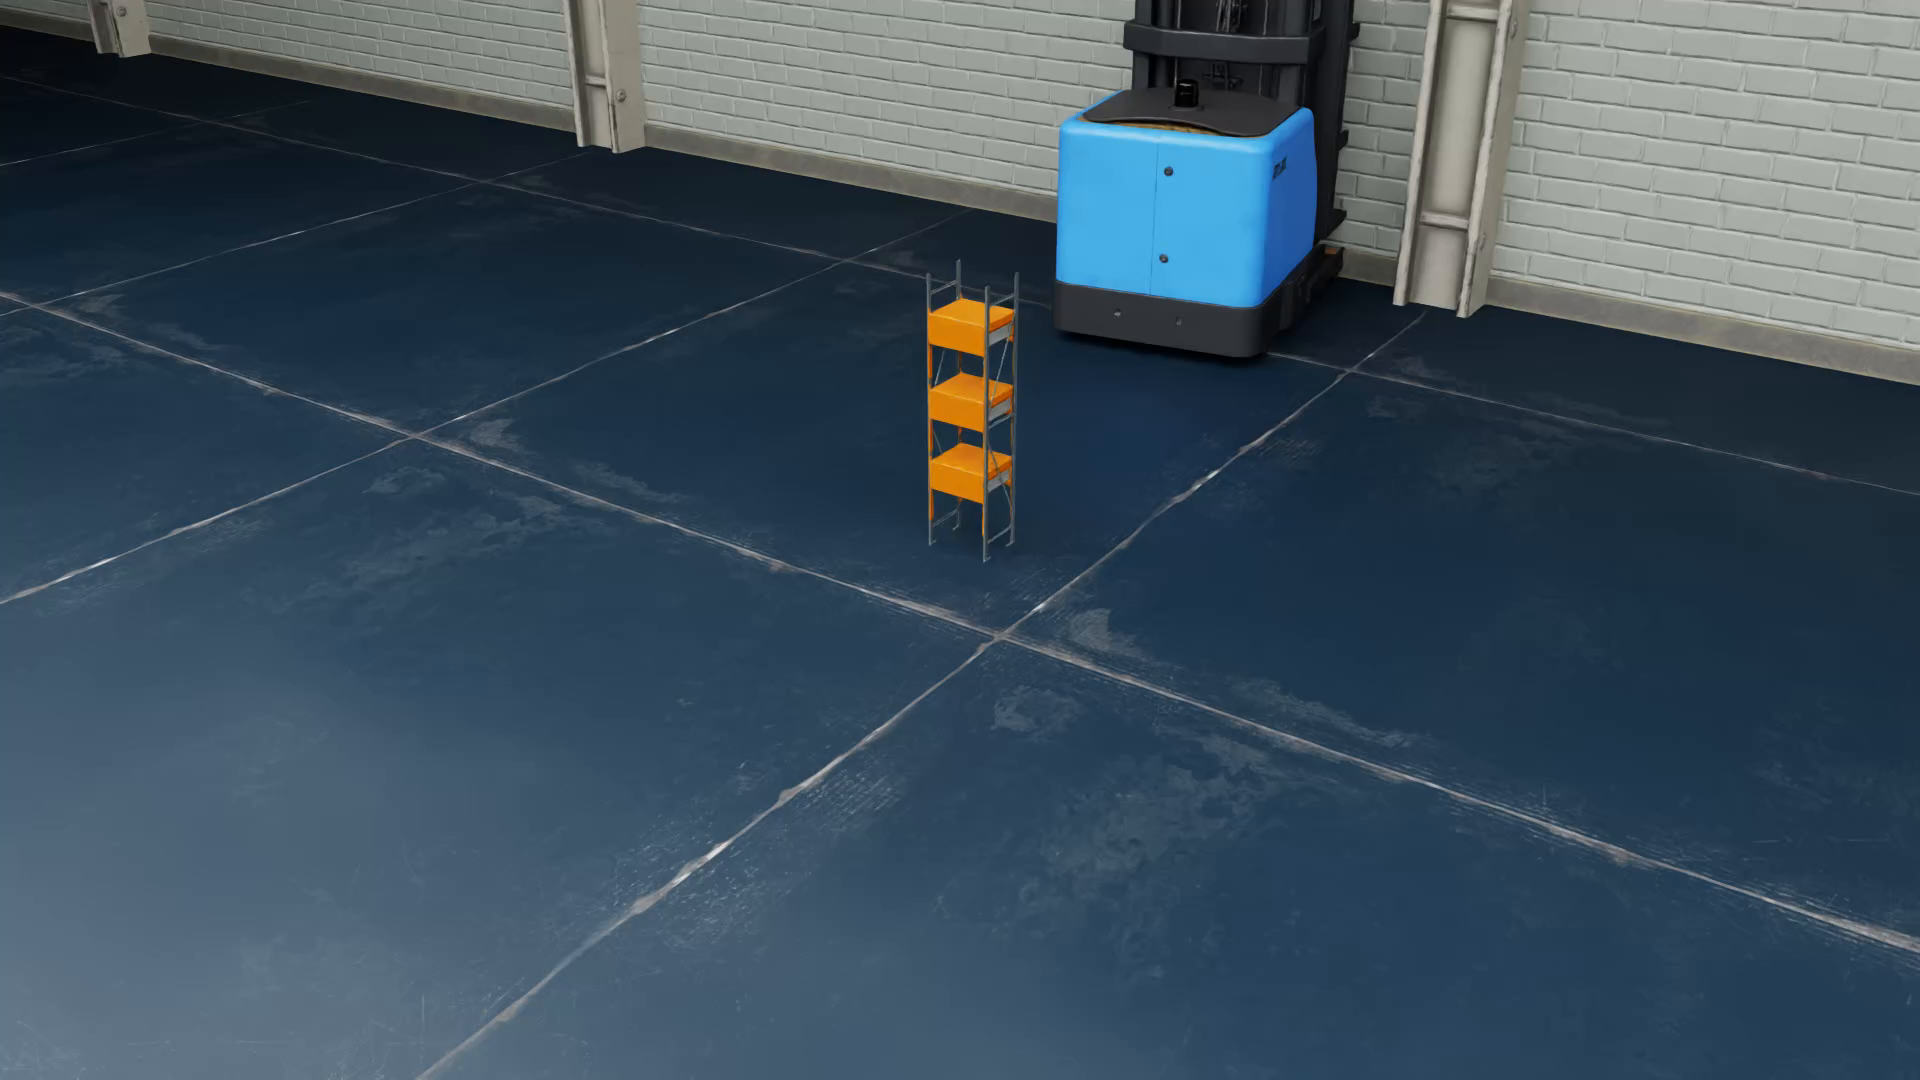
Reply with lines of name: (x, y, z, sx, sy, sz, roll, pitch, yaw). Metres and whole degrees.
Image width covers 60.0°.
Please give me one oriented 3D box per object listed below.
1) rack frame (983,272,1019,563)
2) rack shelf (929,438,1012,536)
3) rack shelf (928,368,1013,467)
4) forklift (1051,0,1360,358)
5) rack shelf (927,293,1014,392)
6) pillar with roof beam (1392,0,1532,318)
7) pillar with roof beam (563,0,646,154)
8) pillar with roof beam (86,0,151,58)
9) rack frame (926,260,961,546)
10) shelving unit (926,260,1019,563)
rack frame: (0.145, -0.423, 5.923, 0.008, 1.050, 0.200, 17, 32, 30)
rack shelf: (0.044, -0.197, 6.116, 0.240, 0.259, 0.215, 17, 32, 30)
rack shelf: (0.044, -0.445, 5.990, 0.240, 0.259, 0.215, 17, 32, 30)
forklift: (1.527, -2.800, 8.521, 1.130, 2.935, 3.031, 12, 29, 22)
rack shelf: (0.044, -0.698, 5.861, 0.240, 0.259, 0.215, 17, 32, 30)
pillar with roof beam: (0.065, -3.638, 3.477, 0.400, 9.000, 9.100, 17, 32, 30)
pillar with roof beam: (-4.881, -5.179, 6.505, 0.400, 9.000, 9.100, 17, 32, 30)
pillar with roof beam: (-9.826, -6.720, 9.532, 0.400, 9.000, 9.100, 17, 32, 30)
rack frame: (-0.056, -0.485, 6.046, 0.008, 1.050, 0.200, 17, 32, 30)
shelving unit: (0.044, -0.454, 5.985, 0.252, 1.050, 0.215, 17, 32, 30)
